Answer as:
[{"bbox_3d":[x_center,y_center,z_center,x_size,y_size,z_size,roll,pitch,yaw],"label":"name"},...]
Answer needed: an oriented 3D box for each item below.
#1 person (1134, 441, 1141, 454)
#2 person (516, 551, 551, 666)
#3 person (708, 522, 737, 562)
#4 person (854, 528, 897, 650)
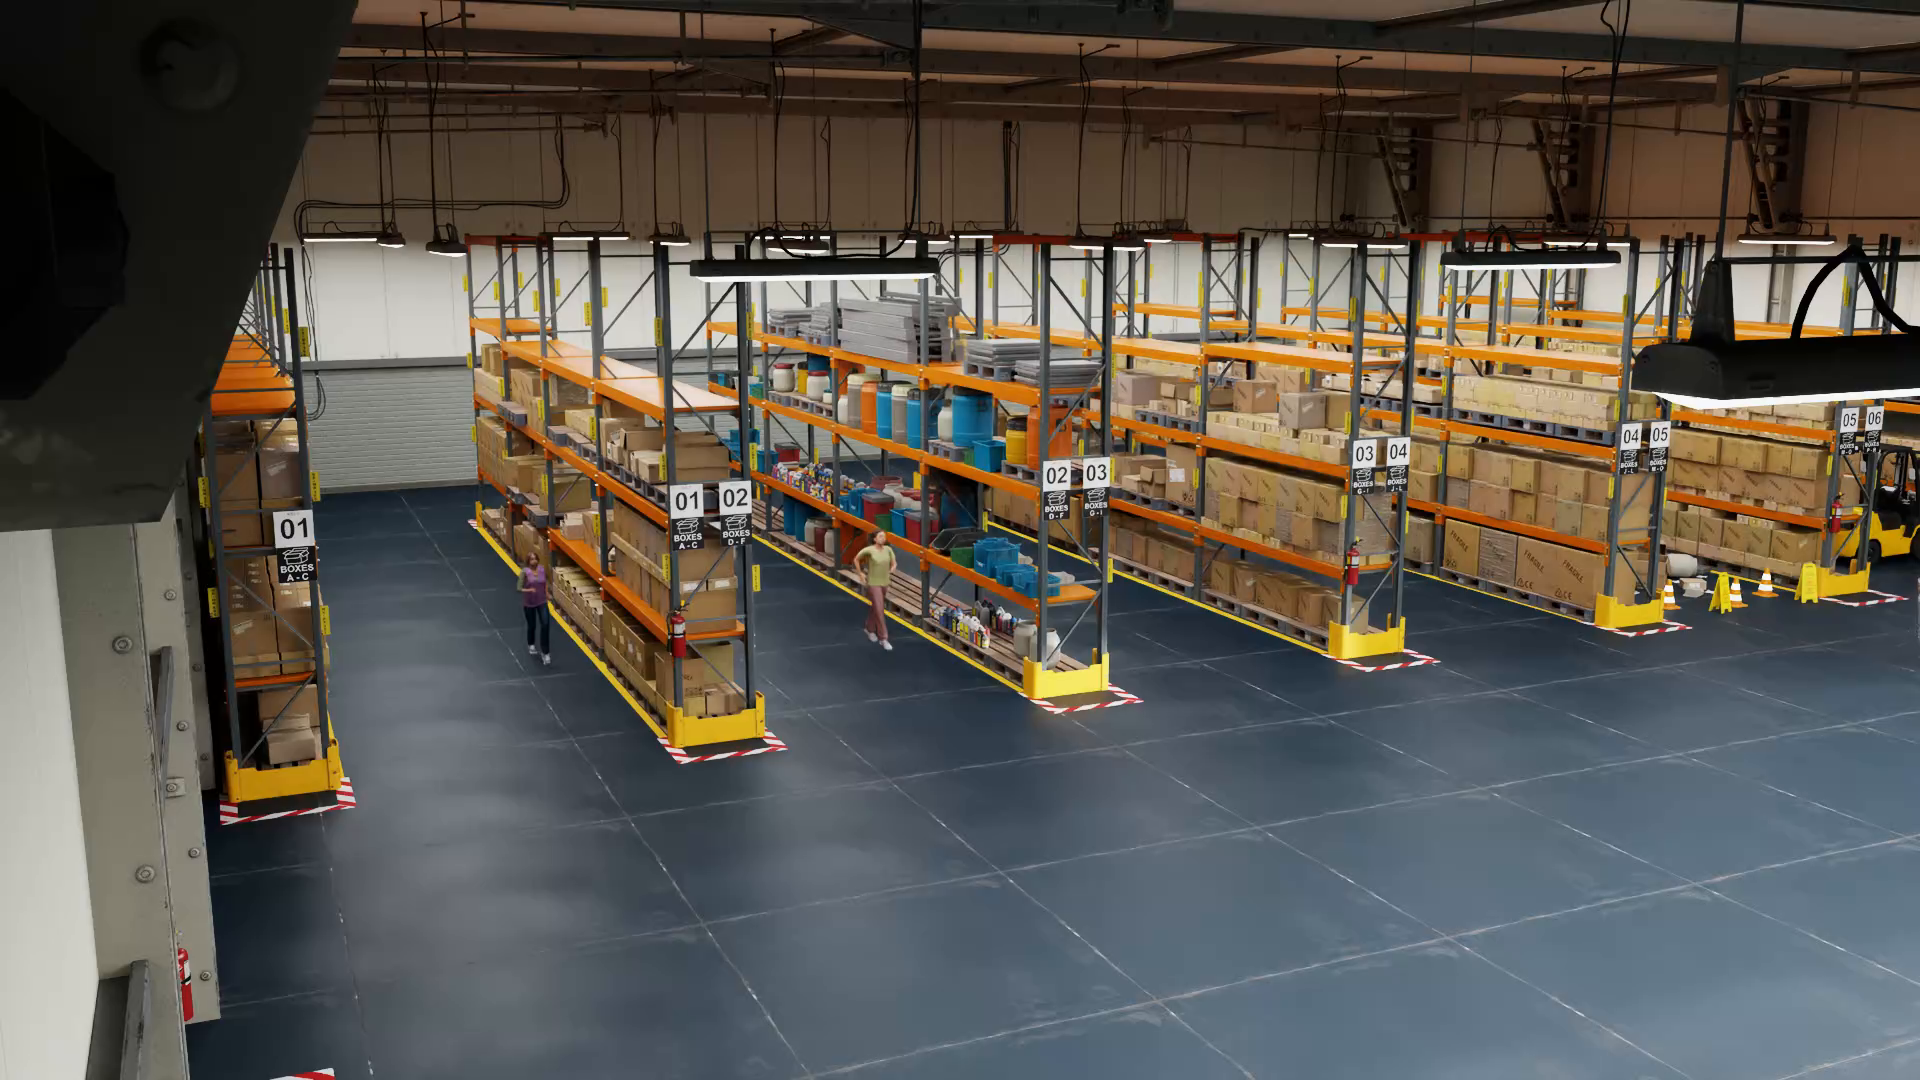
[{"bbox_3d":[4.518,-2.531,42.068,0.774,1.627,0.661,7,13,34],"label":"person"},{"bbox_3d":[-6.132,0.958,23.981,0.522,1.645,0.751,-5,12,-26],"label":"person"},{"bbox_3d":[-4.174,-0.092,29.048,0.707,1.724,0.668,-7,13,-33],"label":"person"},{"bbox_3d":[-1.149,0.661,23.678,0.578,1.695,0.830,-8,14,-36],"label":"person"}]
